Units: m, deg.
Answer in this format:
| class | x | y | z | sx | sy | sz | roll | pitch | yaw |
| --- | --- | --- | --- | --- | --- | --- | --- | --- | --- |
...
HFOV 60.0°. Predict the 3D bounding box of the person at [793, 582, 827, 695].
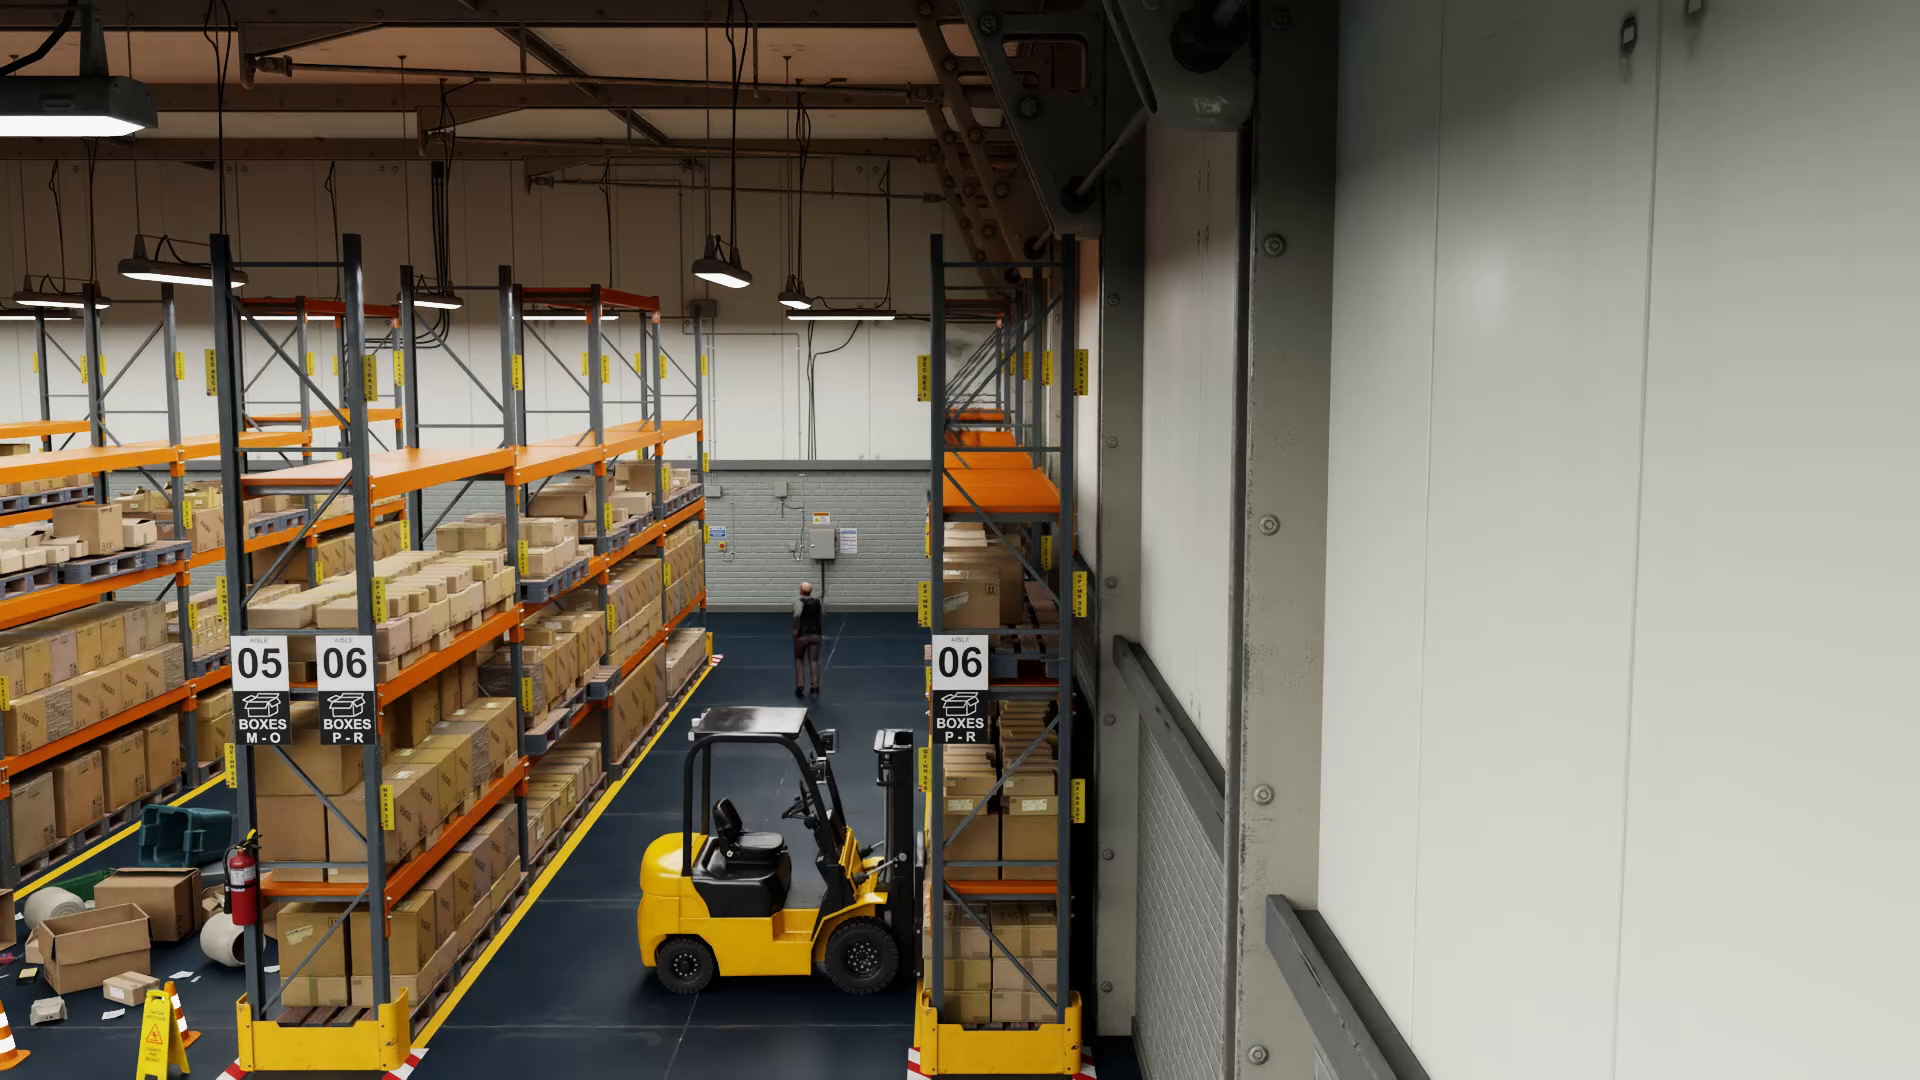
| class | x | y | z | sx | sy | sz | roll | pitch | yaw |
| --- | --- | --- | --- | --- | --- | --- | --- | --- | --- |
| person | -2.292 | 1.535 | 25.273 | 0.627 | 1.790 | 0.782 | -3 | 7 | -23 |
